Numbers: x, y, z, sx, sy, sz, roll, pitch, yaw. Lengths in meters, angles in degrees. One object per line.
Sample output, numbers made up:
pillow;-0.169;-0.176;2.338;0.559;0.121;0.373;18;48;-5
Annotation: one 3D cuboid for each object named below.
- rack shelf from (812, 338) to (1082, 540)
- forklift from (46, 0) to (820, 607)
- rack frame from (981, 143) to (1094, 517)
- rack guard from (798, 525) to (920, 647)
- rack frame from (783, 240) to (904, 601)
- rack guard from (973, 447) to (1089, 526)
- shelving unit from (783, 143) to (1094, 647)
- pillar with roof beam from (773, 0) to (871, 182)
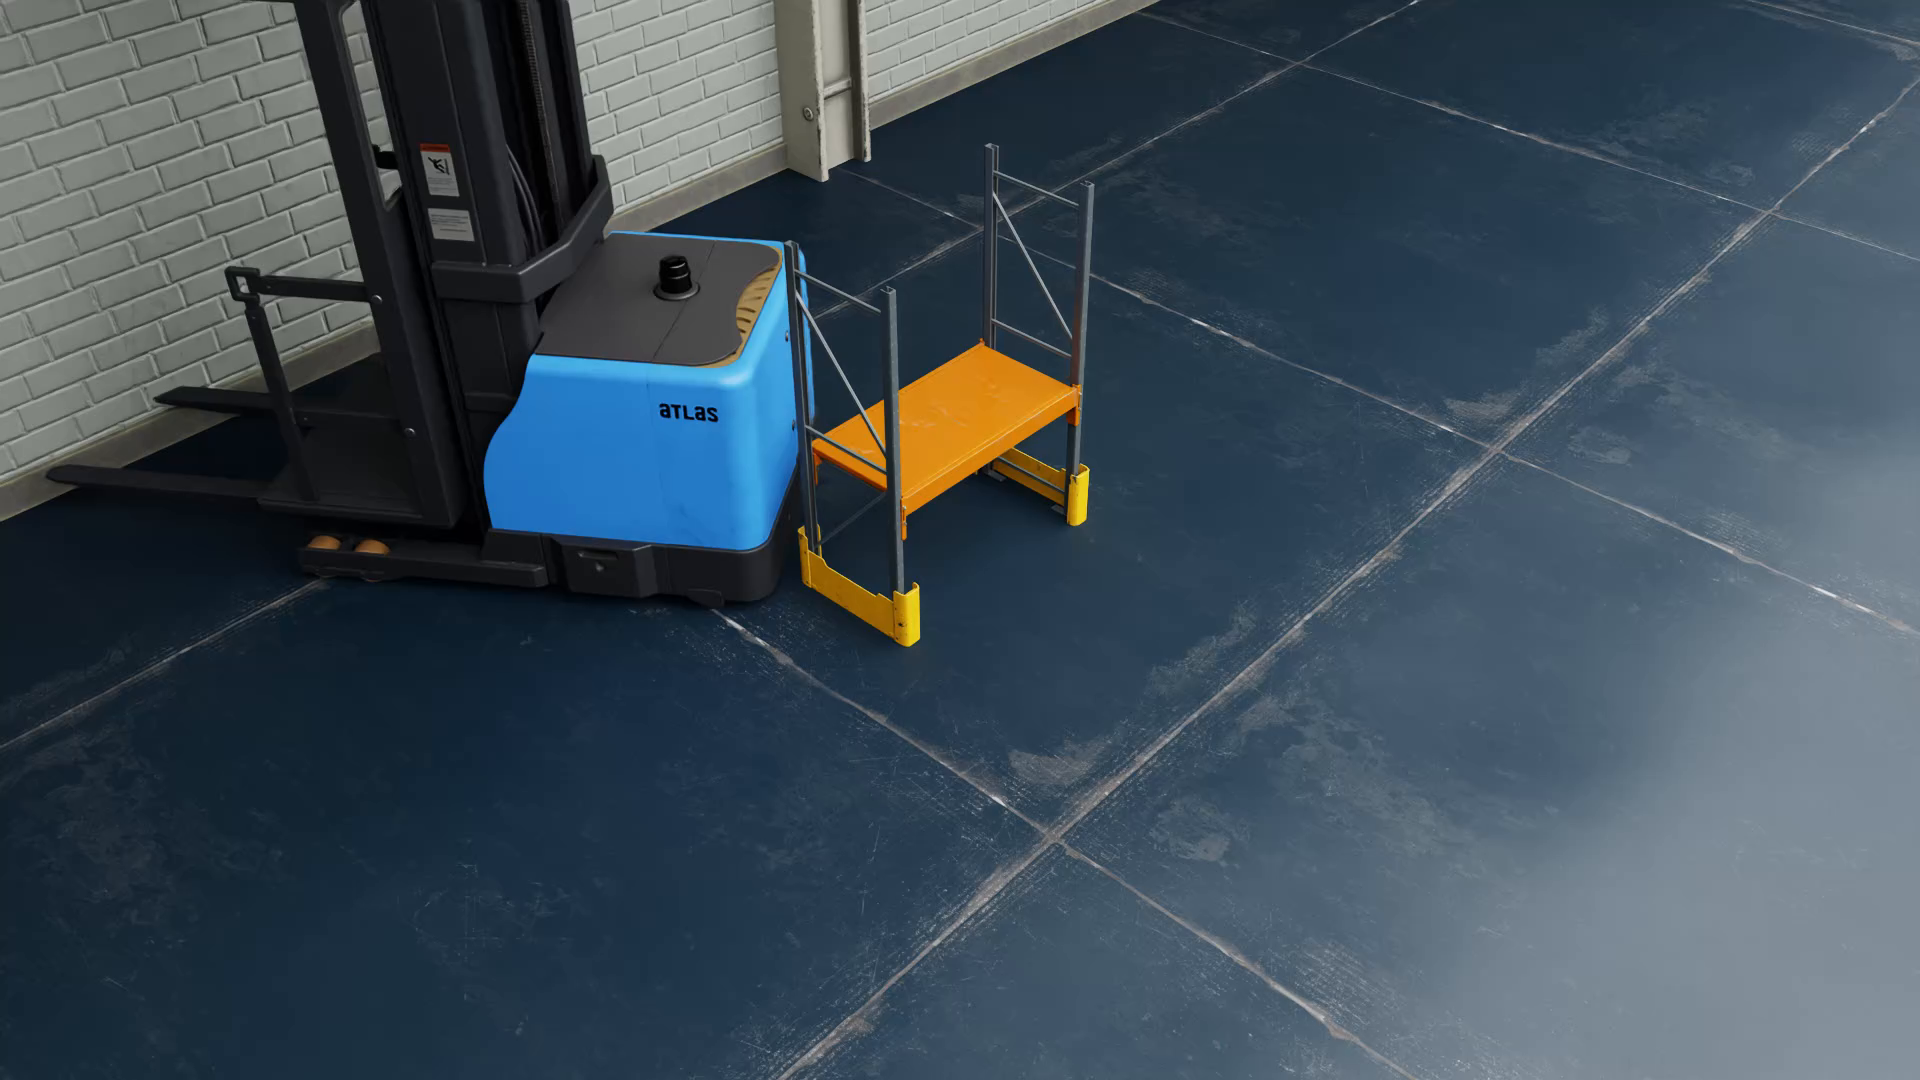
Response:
rack shelf;-0.058;-0.407;6.346;0.538;0.185;1.000;30;47;32
forklift;-2.150;-1.302;6.032;3.031;2.935;1.130;5;39;6
rack frame;0.285;-0.781;6.528;0.500;1.500;0.032;30;47;32
rack guard;-0.387;0.166;6.340;0.587;0.250;0.087;30;47;32
rack frame;-0.400;-0.314;5.940;0.500;1.500;0.032;30;47;32
rack guard;0.285;-0.292;6.916;0.587;0.250;0.087;30;47;32
shelving unit;-0.051;-0.552;6.239;0.587;1.500;1.083;30;47;32
pillar with roof beam;2.429;-3.861;4.375;9.100;9.000;0.400;30;47;32
